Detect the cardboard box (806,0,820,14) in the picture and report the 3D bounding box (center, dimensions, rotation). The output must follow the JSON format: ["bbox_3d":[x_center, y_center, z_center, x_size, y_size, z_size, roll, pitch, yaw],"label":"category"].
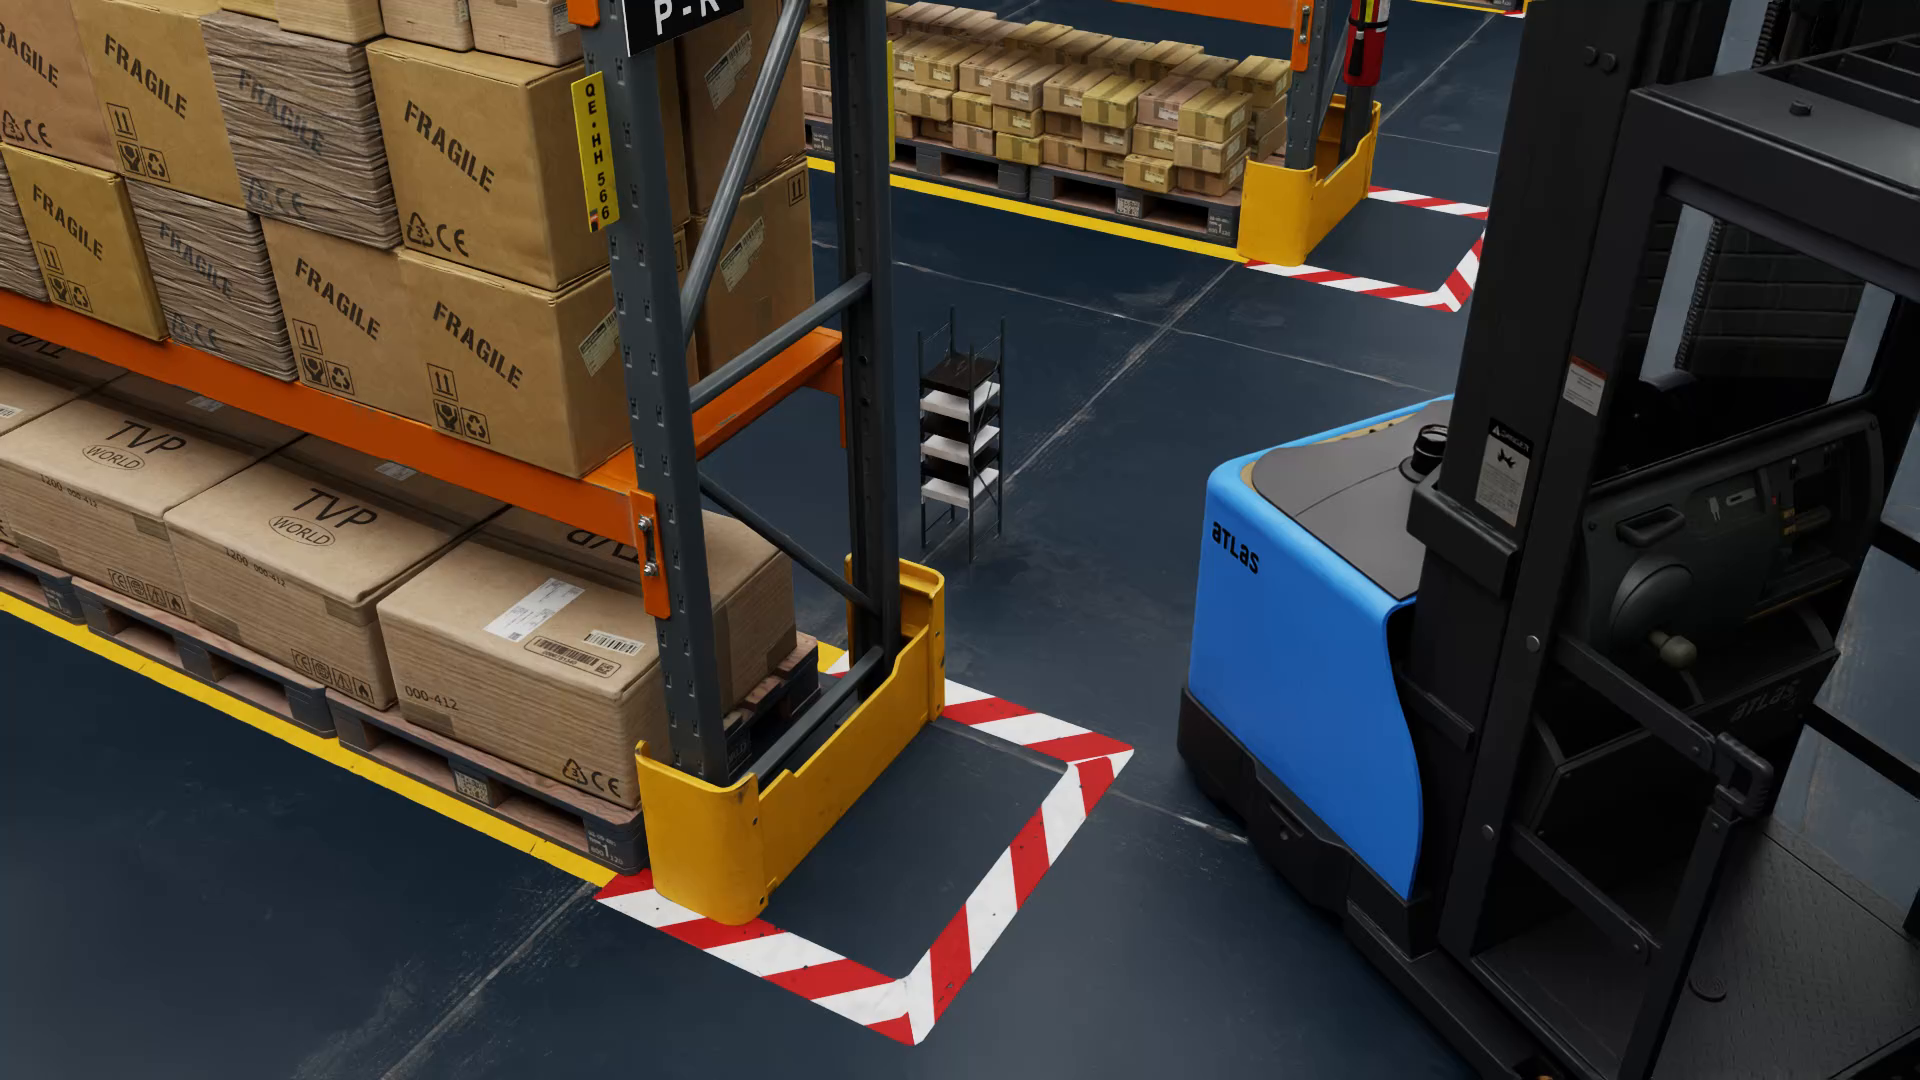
[{"bbox_3d":[-0.910,-3.216,10.029,0.250,0.149,0.380,18,38,25],"label":"cardboard box"}]

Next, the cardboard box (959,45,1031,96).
[{"bbox_3d":[0.193,-2.545,9.021,0.250,0.149,0.380,16,37,23],"label":"cardboard box"}]

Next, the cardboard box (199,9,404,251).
[{"bbox_3d":[-1.490,-1.099,4.202,0.500,0.500,0.500,18,38,25],"label":"cardboard box"}]

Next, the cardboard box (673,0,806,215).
[{"bbox_3d":[-0.760,-1.221,4.385,0.500,0.500,0.500,17,37,23],"label":"cardboard box"}]

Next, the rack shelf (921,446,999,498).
[{"bbox_3d":[0.007,-0.270,6.066,0.200,0.077,0.258,18,37,24],"label":"rack shelf"}]

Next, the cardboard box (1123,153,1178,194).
[{"bbox_3d":[1.050,-1.958,8.678,0.250,0.149,0.380,19,38,26],"label":"cardboard box"}]

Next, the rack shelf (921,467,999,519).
[{"bbox_3d":[0.007,-0.195,6.115,0.200,0.077,0.258,18,37,24],"label":"rack shelf"}]

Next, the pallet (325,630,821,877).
[{"bbox_3d":[-1.218,0.485,5.332,1.213,0.211,1.003,18,37,24],"label":"pallet"}]

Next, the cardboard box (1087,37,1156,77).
[{"bbox_3d":[0.887,-2.624,9.141,0.250,0.149,0.380,16,37,22],"label":"cardboard box"}]

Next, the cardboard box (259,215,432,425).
[{"bbox_3d":[-1.463,-0.686,4.484,0.500,0.500,0.500,17,37,23],"label":"cardboard box"}]

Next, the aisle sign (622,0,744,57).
[{"bbox_3d":[-0.576,-1.407,3.311,0.004,0.787,0.394,18,37,24],"label":"aisle sign"}]

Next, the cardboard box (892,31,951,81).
[{"bbox_3d":[-0.244,-2.690,9.239,0.250,0.149,0.380,16,37,22],"label":"cardboard box"}]

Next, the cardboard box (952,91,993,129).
[{"bbox_3d":[0.162,-2.381,9.044,0.250,0.149,0.380,20,38,27],"label":"cardboard box"}]

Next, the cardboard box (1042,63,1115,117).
[{"bbox_3d":[0.627,-2.372,8.762,0.250,0.149,0.380,16,37,23],"label":"cardboard box"}]

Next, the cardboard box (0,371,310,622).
[{"bbox_3d":[-2.688,-0.232,5.825,0.875,0.438,0.875,16,37,23],"label":"cardboard box"}]

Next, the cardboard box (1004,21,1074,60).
[{"bbox_3d":[0.445,-2.799,9.404,0.250,0.149,0.380,18,38,25],"label":"cardboard box"}]

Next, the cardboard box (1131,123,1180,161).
[{"bbox_3d":[1.083,-2.121,8.654,0.250,0.149,0.380,17,37,23],"label":"cardboard box"}]

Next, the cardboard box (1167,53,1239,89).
[{"bbox_3d":[1.298,-2.465,8.902,0.250,0.149,0.380,18,38,25],"label":"cardboard box"}]

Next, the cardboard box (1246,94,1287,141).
[{"bbox_3d":[1.556,-2.283,8.897,0.250,0.149,0.380,19,38,26],"label":"cardboard box"}]

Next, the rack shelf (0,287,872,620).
[{"bbox_3d":[-2.221,-0.744,5.311,4.000,0.370,1.077,18,37,24],"label":"rack shelf"}]

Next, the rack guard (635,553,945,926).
[{"bbox_3d":[-0.464,0.553,4.968,0.348,0.500,1.175,18,37,24],"label":"rack guard"}]

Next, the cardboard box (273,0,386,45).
[{"bbox_3d":[-1.394,-1.313,3.937,0.250,0.149,0.380,17,37,24],"label":"cardboard box"}]

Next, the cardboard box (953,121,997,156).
[{"bbox_3d":[0.162,-2.259,9.129,0.250,0.149,0.380,18,38,25],"label":"cardboard box"}]

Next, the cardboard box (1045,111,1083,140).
[{"bbox_3d":[0.649,-2.289,8.906,0.250,0.149,0.380,17,37,24],"label":"cardboard box"}]

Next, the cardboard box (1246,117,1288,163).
[{"bbox_3d":[1.588,-2.190,9.026,0.250,0.149,0.380,18,38,25],"label":"cardboard box"}]

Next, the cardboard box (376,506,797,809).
[{"bbox_3d":[-1.107,0.264,5.079,0.875,0.438,0.875,16,37,23],"label":"cardboard box"}]

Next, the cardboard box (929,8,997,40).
[{"bbox_3d":[0.018,-2.944,9.621,0.250,0.149,0.380,16,37,23],"label":"cardboard box"}]

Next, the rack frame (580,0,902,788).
[{"bbox_3d":[-0.485,-0.494,4.285,0.127,3.000,1.000,18,37,24],"label":"rack frame"}]

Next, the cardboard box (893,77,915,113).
[{"bbox_3d":[-0.292,-2.524,9.258,0.250,0.149,0.380,17,37,24],"label":"cardboard box"}]

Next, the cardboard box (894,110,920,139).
[{"bbox_3d":[-0.286,-2.400,9.341,0.250,0.149,0.380,17,37,23],"label":"cardboard box"}]

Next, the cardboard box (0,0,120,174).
[{"bbox_3d":[-2.353,-1.376,4.618,0.500,0.500,0.500,17,37,24],"label":"cardboard box"}]

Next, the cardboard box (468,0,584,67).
[{"bbox_3d":[-0.896,-1.224,3.804,0.250,0.149,0.380,18,38,25],"label":"cardboard box"}]

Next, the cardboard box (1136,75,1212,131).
[{"bbox_3d":[1.109,-2.260,8.594,0.250,0.149,0.380,18,38,25],"label":"cardboard box"}]

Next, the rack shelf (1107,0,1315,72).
[{"bbox_3d":[0.147,-3.154,8.930,4.000,0.370,1.077,18,37,24],"label":"rack shelf"}]

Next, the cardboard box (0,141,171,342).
[{"bbox_3d":[-2.369,-0.959,4.893,0.500,0.500,0.500,19,38,26],"label":"cardboard box"}]

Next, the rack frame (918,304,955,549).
[{"bbox_3d":[-0.081,-0.400,6.039,0.006,0.900,0.240,18,37,24],"label":"rack frame"}]

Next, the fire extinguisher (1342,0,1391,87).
[{"bbox_3d":[1.873,-2.425,7.591,0.183,0.674,0.296,18,37,24],"label":"fire extinguisher"}]

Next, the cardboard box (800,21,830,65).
[{"bbox_3d":[-0.702,-2.834,9.456,0.250,0.149,0.380,17,37,23],"label":"cardboard box"}]

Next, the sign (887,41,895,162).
[{"bbox_3d":[-0.204,-1.153,4.422,0.005,0.325,0.100,18,37,24],"label":"sign"}]

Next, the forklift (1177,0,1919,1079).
[{"bbox_3d":[1.816,0.058,3.519,1.130,2.935,3.031,-17,37,-23],"label":"forklift"}]

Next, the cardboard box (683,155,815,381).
[{"bbox_3d":[-0.759,-0.806,4.663,0.500,0.500,0.500,17,37,24],"label":"cardboard box"}]

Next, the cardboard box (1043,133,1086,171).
[{"bbox_3d":[0.642,-2.134,8.942,0.250,0.149,0.380,18,38,25],"label":"cardboard box"}]

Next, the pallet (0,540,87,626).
[{"bbox_3d":[-3.336,-0.186,6.340,1.213,0.211,1.003,18,37,24],"label":"pallet"}]

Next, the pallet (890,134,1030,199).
[{"bbox_3d":[0.075,-2.340,9.574,1.213,0.211,1.003,18,37,24],"label":"pallet"}]

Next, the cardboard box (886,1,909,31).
[{"bbox_3d":[-0.503,-3.042,9.768,0.250,0.149,0.380,19,38,26],"label":"cardboard box"}]

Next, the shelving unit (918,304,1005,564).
[{"bbox_3d":[0.007,-0.372,5.997,0.210,0.900,0.258,18,37,24],"label":"shelving unit"}]

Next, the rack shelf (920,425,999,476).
[{"bbox_3d":[0.007,-0.345,6.016,0.200,0.077,0.258,18,37,24],"label":"rack shelf"}]
